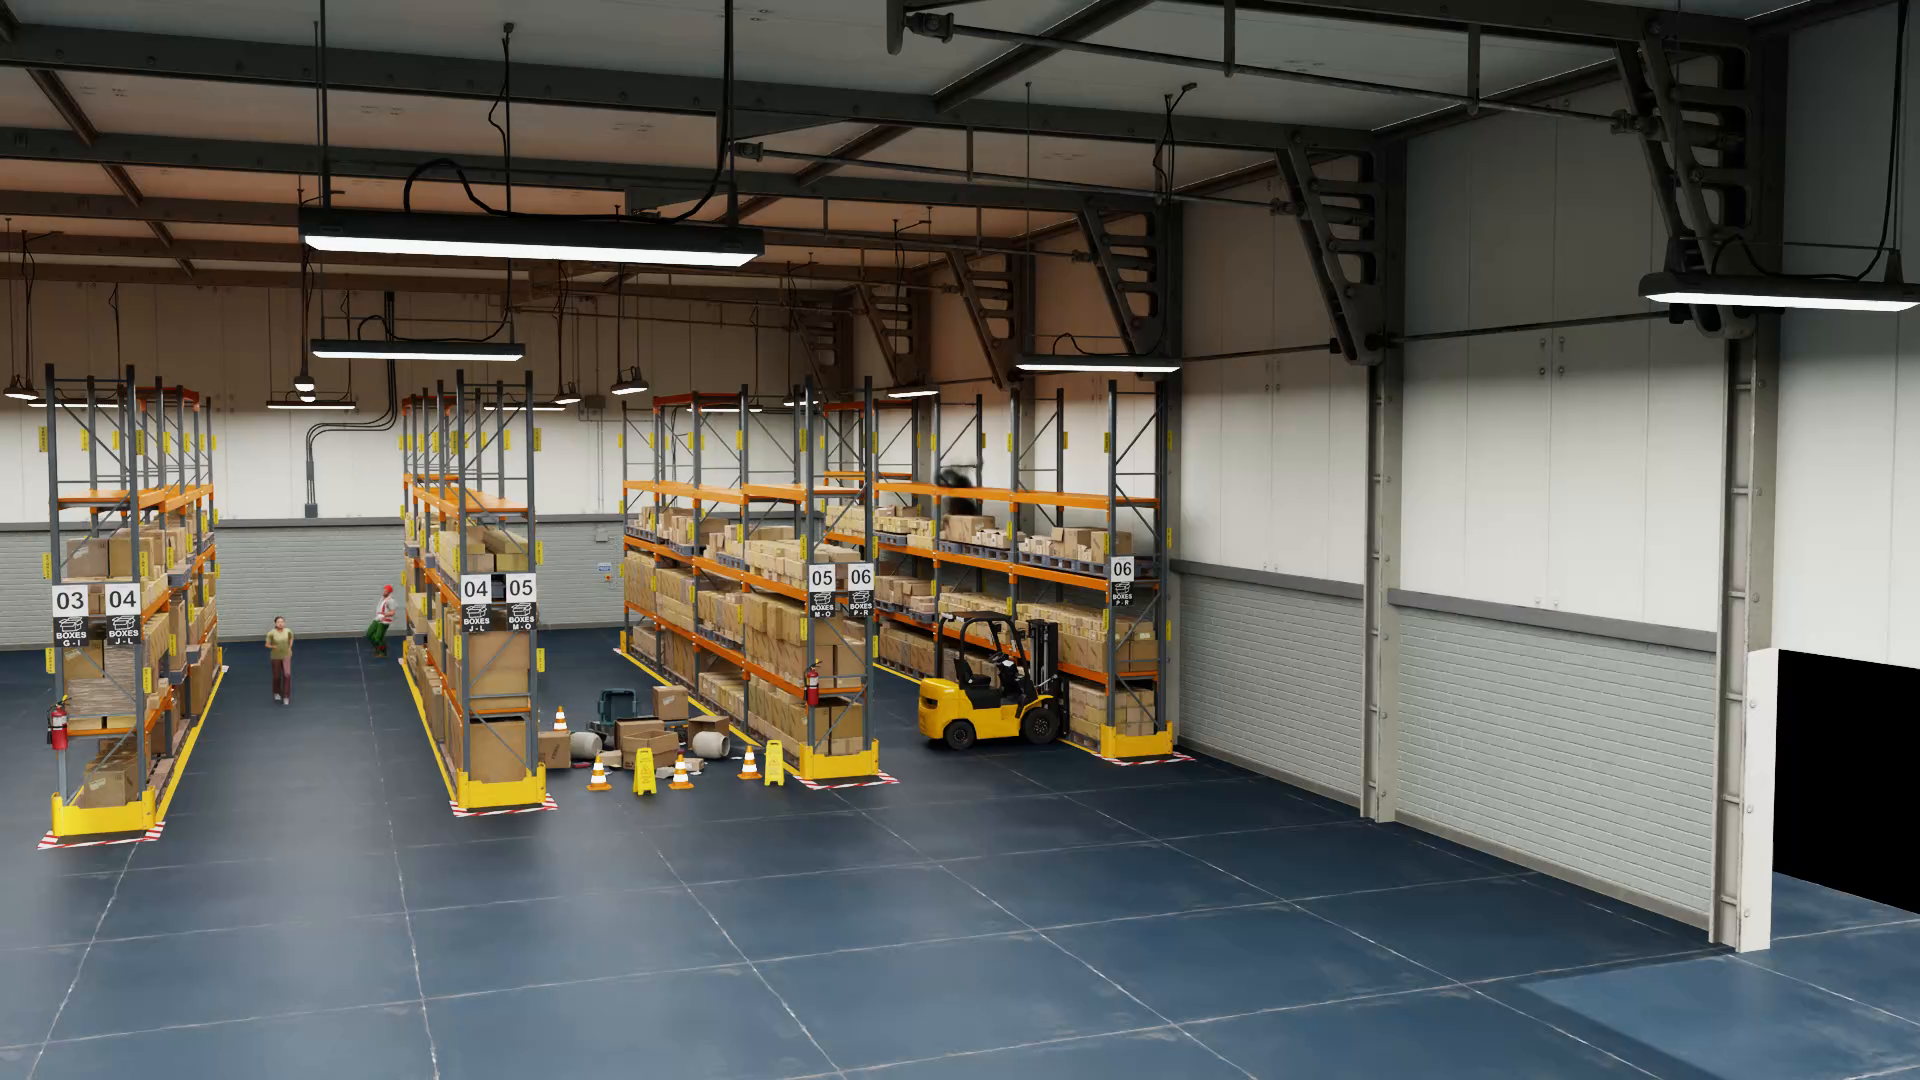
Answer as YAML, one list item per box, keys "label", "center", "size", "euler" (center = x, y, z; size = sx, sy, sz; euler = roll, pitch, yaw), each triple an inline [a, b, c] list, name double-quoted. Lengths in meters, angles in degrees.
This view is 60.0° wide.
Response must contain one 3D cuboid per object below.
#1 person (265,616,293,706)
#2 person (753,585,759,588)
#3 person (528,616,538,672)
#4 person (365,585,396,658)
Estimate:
- label: "person"
  center: [-13.066, 2.300, 31.945]
  size: [0.531, 1.703, 0.867]
  euler: [-2, 4, -27]
- label: "person"
  center: [-4.664, 1.896, 38.141]
  size: [0.698, 1.757, 0.886]
  euler: [-2, 4, -32]
- label: "person"
  center: [-9.525, 2.040, 36.149]
  size: [0.634, 1.709, 0.688]
  euler: [-2, 4, -26]
- label: "person"
  center: [-13.405, 1.892, 38.449]
  size: [0.562, 1.713, 0.732]
  euler: [-3, 5, -45]
